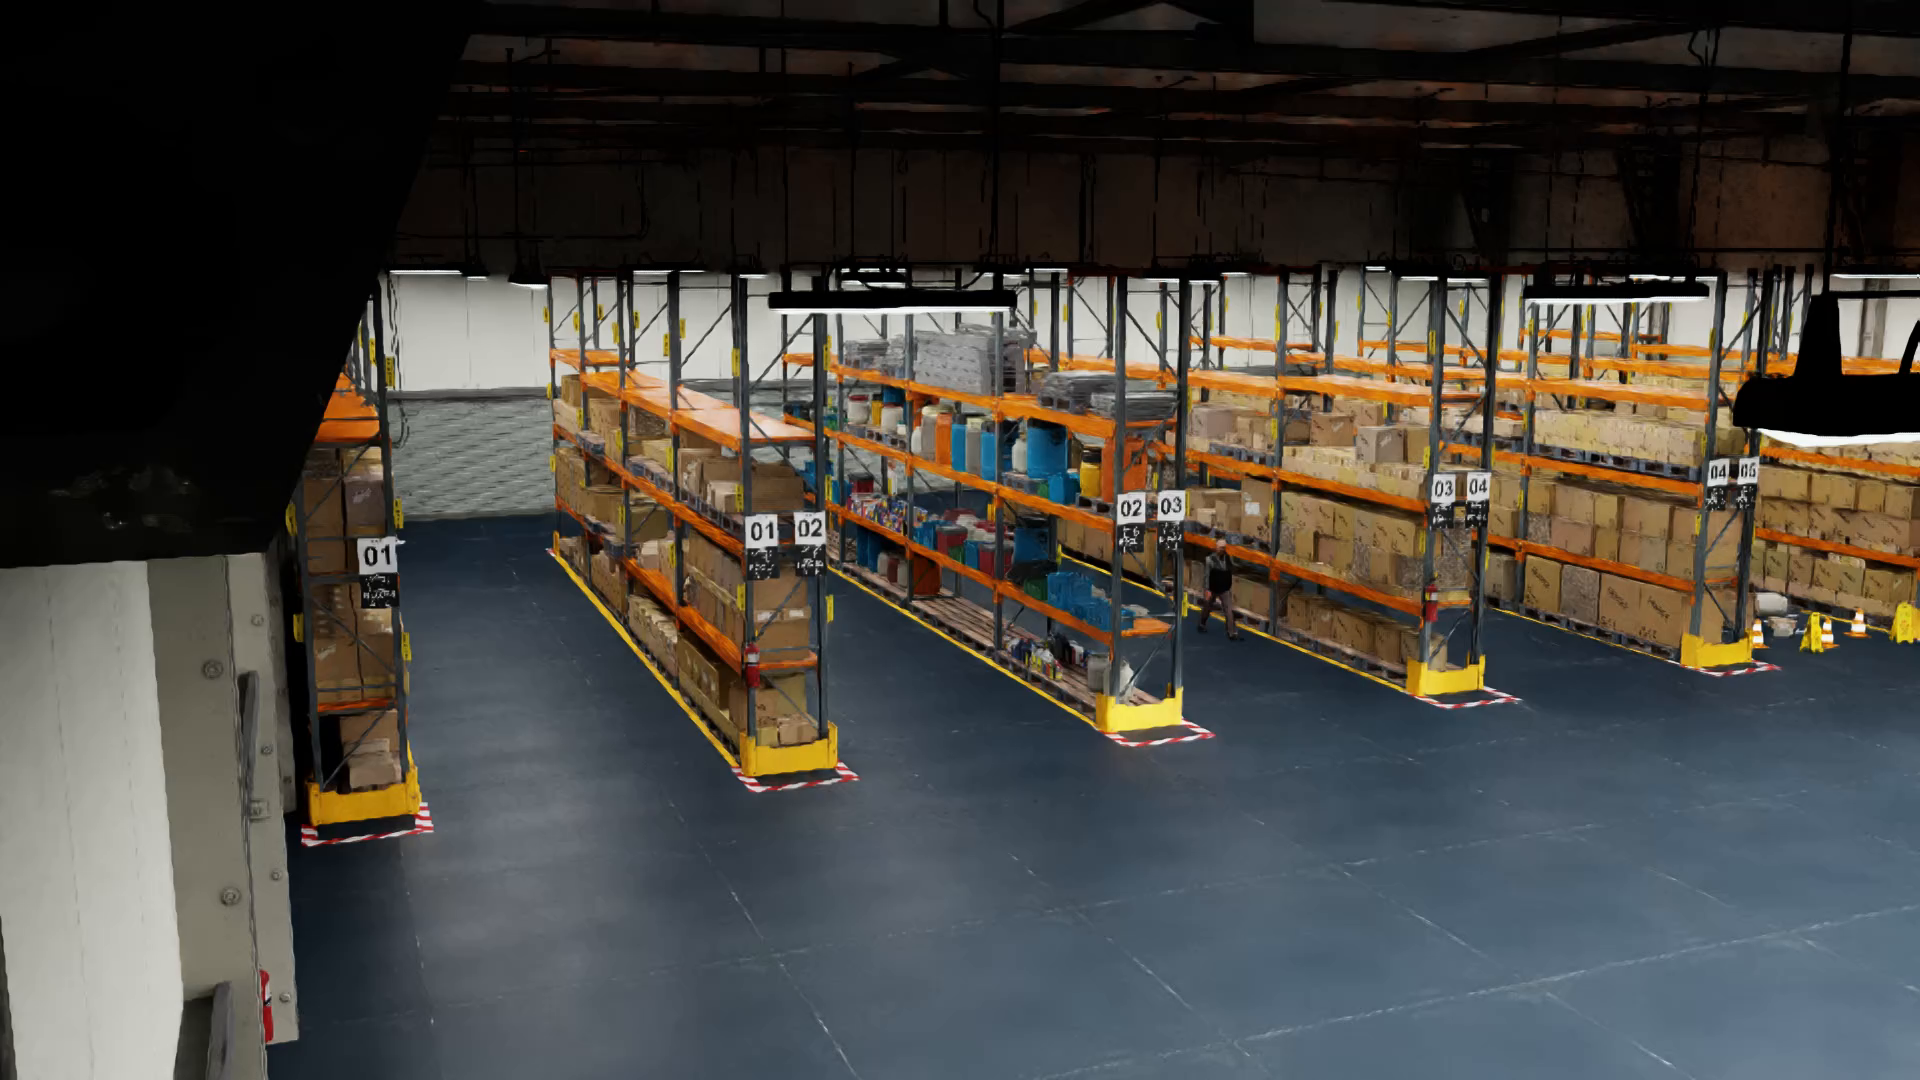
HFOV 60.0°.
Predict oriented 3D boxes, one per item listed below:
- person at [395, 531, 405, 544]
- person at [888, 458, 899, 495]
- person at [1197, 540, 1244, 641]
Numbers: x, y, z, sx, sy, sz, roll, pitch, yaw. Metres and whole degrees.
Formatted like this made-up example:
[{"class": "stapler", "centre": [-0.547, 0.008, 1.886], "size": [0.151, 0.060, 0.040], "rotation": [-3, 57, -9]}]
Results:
[{"class": "person", "centre": [-12.385, -0.680, 35.672], "size": [0.564, 1.660, 0.691], "rotation": [3, 10, 16]}, {"class": "person", "centre": [-1.525, -0.926, 36.710], "size": [0.447, 1.783, 0.636], "rotation": [-2, 10, -10]}, {"class": "person", "centre": [4.225, 0.800, 27.231], "size": [0.544, 1.644, 1.101], "rotation": [-3, 10, -18]}]
